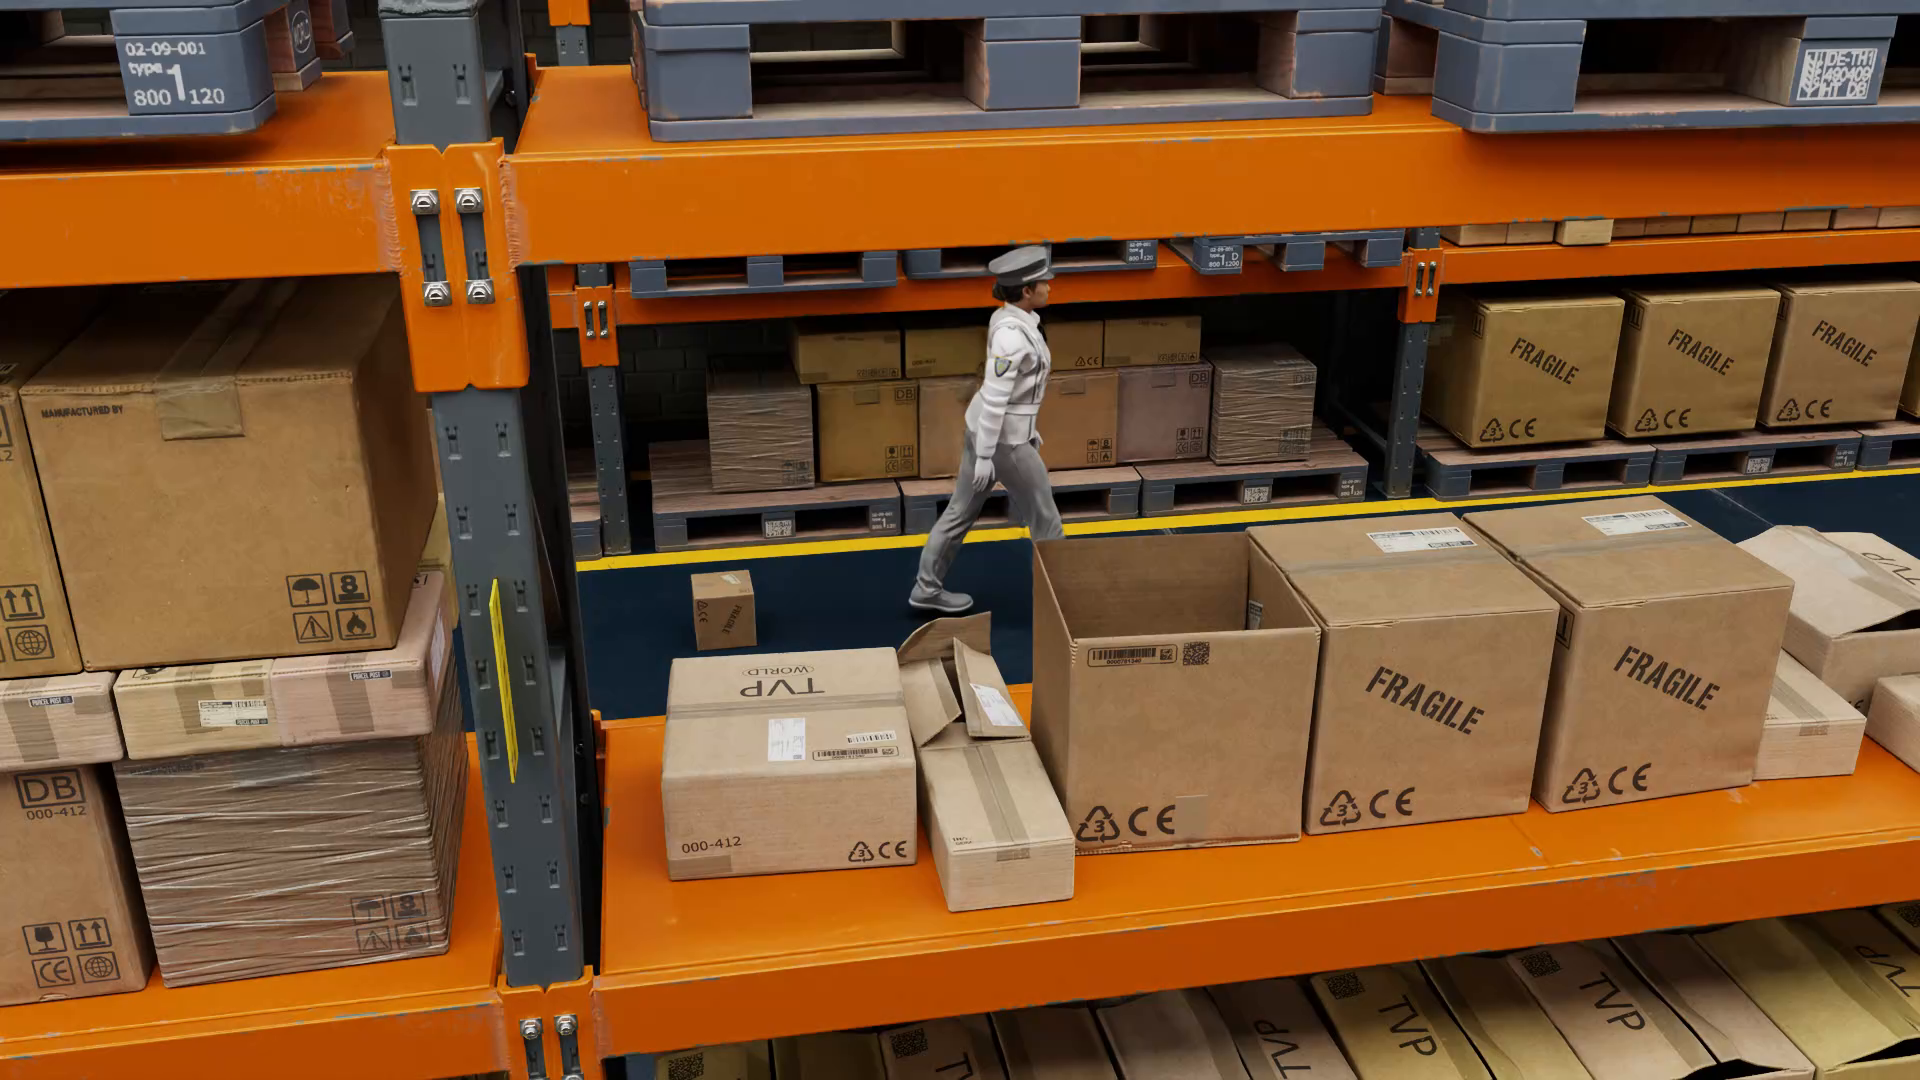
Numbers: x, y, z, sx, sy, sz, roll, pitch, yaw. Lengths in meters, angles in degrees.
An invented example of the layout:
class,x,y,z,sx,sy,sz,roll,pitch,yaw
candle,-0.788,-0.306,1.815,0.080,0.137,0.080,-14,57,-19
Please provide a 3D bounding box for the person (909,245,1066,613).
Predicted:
class,x,y,z,sx,sy,sz,roll,pitch,yaw
person,0.243,-0.459,7.106,0.948,1.619,0.509,-3,24,-7
